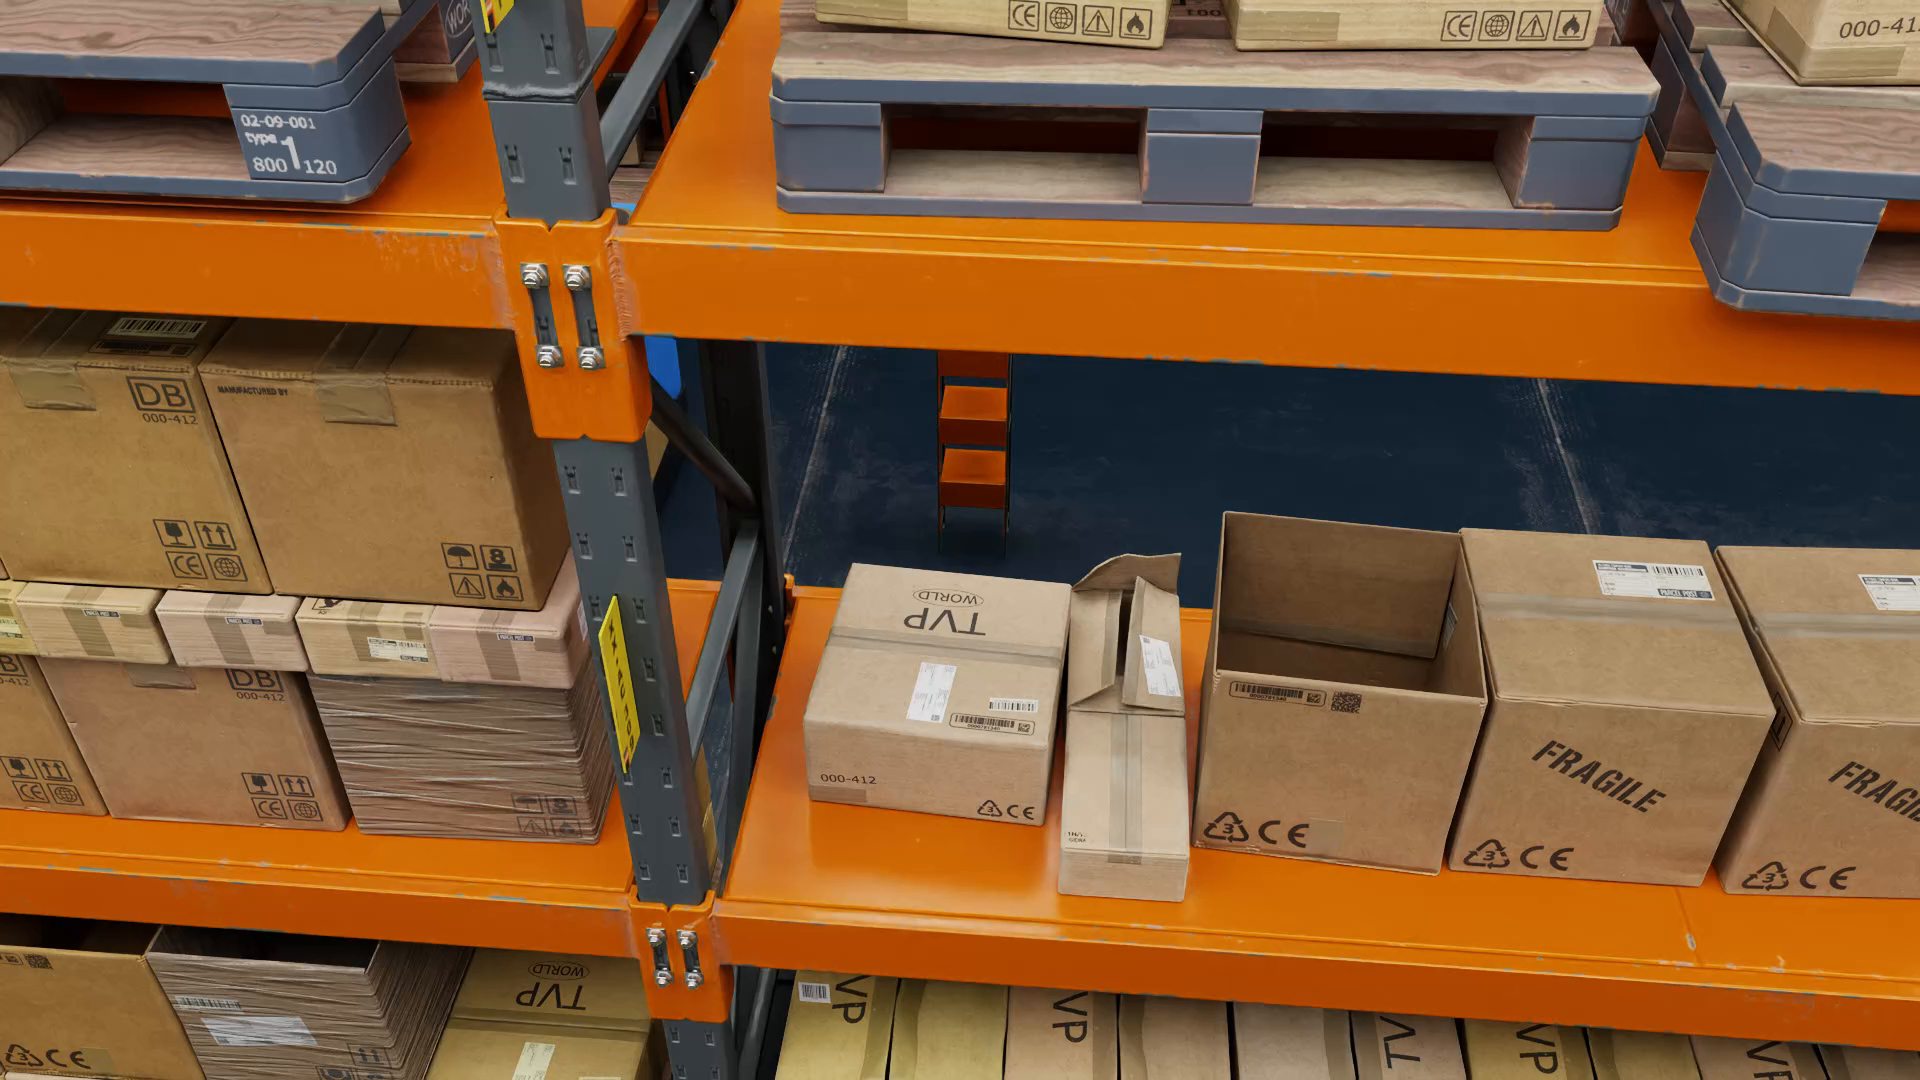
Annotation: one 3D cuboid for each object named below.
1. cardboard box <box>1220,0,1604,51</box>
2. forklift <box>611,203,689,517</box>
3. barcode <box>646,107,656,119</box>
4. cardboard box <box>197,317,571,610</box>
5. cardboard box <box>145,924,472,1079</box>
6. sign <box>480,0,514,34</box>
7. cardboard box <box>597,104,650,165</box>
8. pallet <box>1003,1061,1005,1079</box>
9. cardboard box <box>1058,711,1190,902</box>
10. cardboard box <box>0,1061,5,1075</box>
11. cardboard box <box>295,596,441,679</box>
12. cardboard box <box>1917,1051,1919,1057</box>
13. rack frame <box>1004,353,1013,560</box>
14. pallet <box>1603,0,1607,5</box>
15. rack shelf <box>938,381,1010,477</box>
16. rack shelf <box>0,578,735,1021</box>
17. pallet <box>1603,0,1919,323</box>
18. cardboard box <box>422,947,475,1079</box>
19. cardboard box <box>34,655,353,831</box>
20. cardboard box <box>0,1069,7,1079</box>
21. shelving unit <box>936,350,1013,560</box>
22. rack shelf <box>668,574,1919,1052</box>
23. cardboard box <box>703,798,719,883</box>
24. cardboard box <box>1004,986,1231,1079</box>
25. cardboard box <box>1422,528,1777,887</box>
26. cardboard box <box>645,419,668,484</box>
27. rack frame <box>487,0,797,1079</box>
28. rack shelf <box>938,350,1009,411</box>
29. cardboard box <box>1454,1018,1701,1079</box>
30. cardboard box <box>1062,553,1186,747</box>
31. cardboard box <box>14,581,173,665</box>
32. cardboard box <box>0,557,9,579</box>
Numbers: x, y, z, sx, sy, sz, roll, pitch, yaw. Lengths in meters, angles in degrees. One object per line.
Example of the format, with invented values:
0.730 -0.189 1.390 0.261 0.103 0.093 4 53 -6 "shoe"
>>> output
0.631 -0.935 2.432 0.500 0.250 0.500 0 39 -1 "cardboard box"
-2.628 -1.337 5.571 3.031 2.935 1.130 4 39 5 "forklift"
-1.557 -2.139 8.323 0.075 0.075 0.001 3 39 4 "barcode"
-0.972 -0.296 3.131 0.500 0.500 0.700 3 39 4 "cardboard box"
-1.508 0.956 3.951 0.500 0.500 0.500 3 39 4 "cardboard box"
-0.576 -0.780 1.983 0.005 0.325 0.100 3 39 4 "sign"
-1.698 -2.015 8.259 0.250 0.149 0.380 0 39 0 "cardboard box"
0.208 1.363 4.408 1.213 0.211 1.003 3 39 4 "pallet"
0.336 0.540 3.409 0.250 0.149 0.380 3 39 4 "cardboard box"
-2.505 0.913 4.004 0.500 0.500 0.500 3 39 4 "cardboard box"
-1.065 0.081 3.182 0.250 0.149 0.380 2 39 3 "cardboard box"
2.394 1.272 3.713 0.500 0.311 0.500 3 39 3 "cardboard box"
0.175 -0.398 5.907 0.008 1.050 0.200 3 39 4 "rack frame"
3.160 -2.529 7.133 1.003 0.211 1.213 3 39 4 "pallet"
0.053 -0.396 5.922 0.240 0.259 0.215 3 39 4 "rack shelf"
-2.522 0.436 3.908 4.000 0.370 1.077 3 39 4 "rack shelf"
1.657 -0.646 2.441 1.213 0.211 1.003 5 39 6 "pallet"
-1.508 1.248 4.186 0.500 0.250 0.500 3 39 4 "cardboard box"
-1.498 0.182 3.571 0.500 0.500 0.700 3 39 3 "cardboard box"
-2.505 1.203 4.241 0.500 0.250 0.500 3 39 4 "cardboard box"
0.053 -0.404 5.915 0.252 1.050 0.215 3 39 4 "shelving unit"
1.463 0.654 3.641 4.000 0.370 1.077 3 39 4 "rack shelf"
-0.965 0.953 4.548 0.500 0.250 0.500 3 39 4 "cardboard box"
0.359 1.162 3.848 0.500 0.311 0.500 3 39 3 "cardboard box"
1.258 0.335 3.383 0.500 0.500 0.500 3 39 4 "cardboard box"
-0.781 -0.161 3.479 0.250 0.149 0.380 3 39 4 "cardboard box"
-0.530 0.266 3.547 0.127 3.000 1.000 3 39 4 "rack frame"
0.053 -0.616 5.743 0.240 0.259 0.215 3 39 4 "rack shelf"
1.392 1.214 3.784 0.500 0.311 0.500 4 39 5 "cardboard box"
0.362 0.250 3.673 0.258 0.266 0.396 2 39 3 "cardboard box"
-1.588 0.054 3.214 0.250 0.149 0.380 3 39 4 "cardboard box"
-1.975 -0.351 3.198 0.500 0.500 0.700 3 39 4 "cardboard box"
